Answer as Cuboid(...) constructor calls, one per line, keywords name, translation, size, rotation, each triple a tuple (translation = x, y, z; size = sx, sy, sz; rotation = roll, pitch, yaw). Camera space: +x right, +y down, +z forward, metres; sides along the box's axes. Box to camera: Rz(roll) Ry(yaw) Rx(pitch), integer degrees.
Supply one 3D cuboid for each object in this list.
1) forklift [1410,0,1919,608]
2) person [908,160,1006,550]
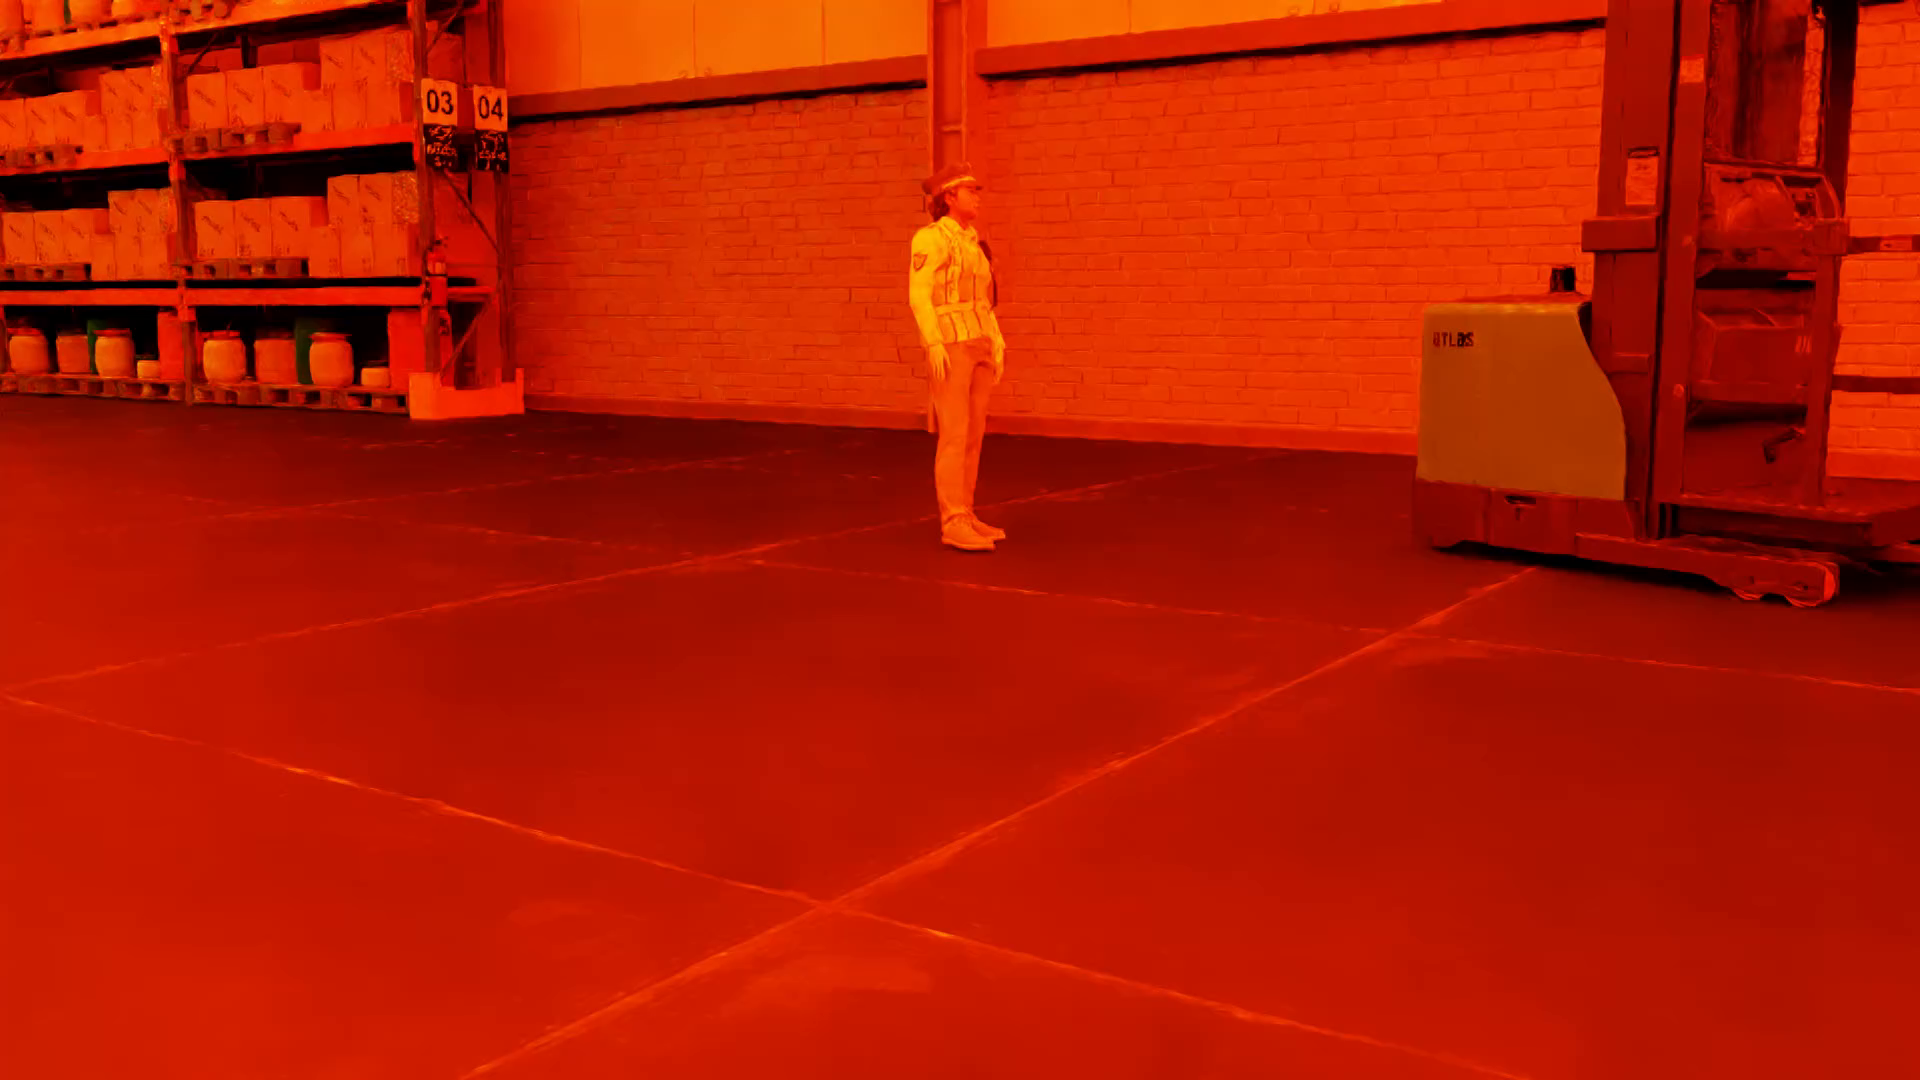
Cuboid(name="forklift", translation=(3.260, -1.287, 6.244), size=(1.130, 2.935, 3.031), rotation=(-6, 10, -36))
Cuboid(name="person", translation=(0.052, -0.840, 7.440), size=(0.533, 1.695, 0.586), rotation=(5, 10, 34))
